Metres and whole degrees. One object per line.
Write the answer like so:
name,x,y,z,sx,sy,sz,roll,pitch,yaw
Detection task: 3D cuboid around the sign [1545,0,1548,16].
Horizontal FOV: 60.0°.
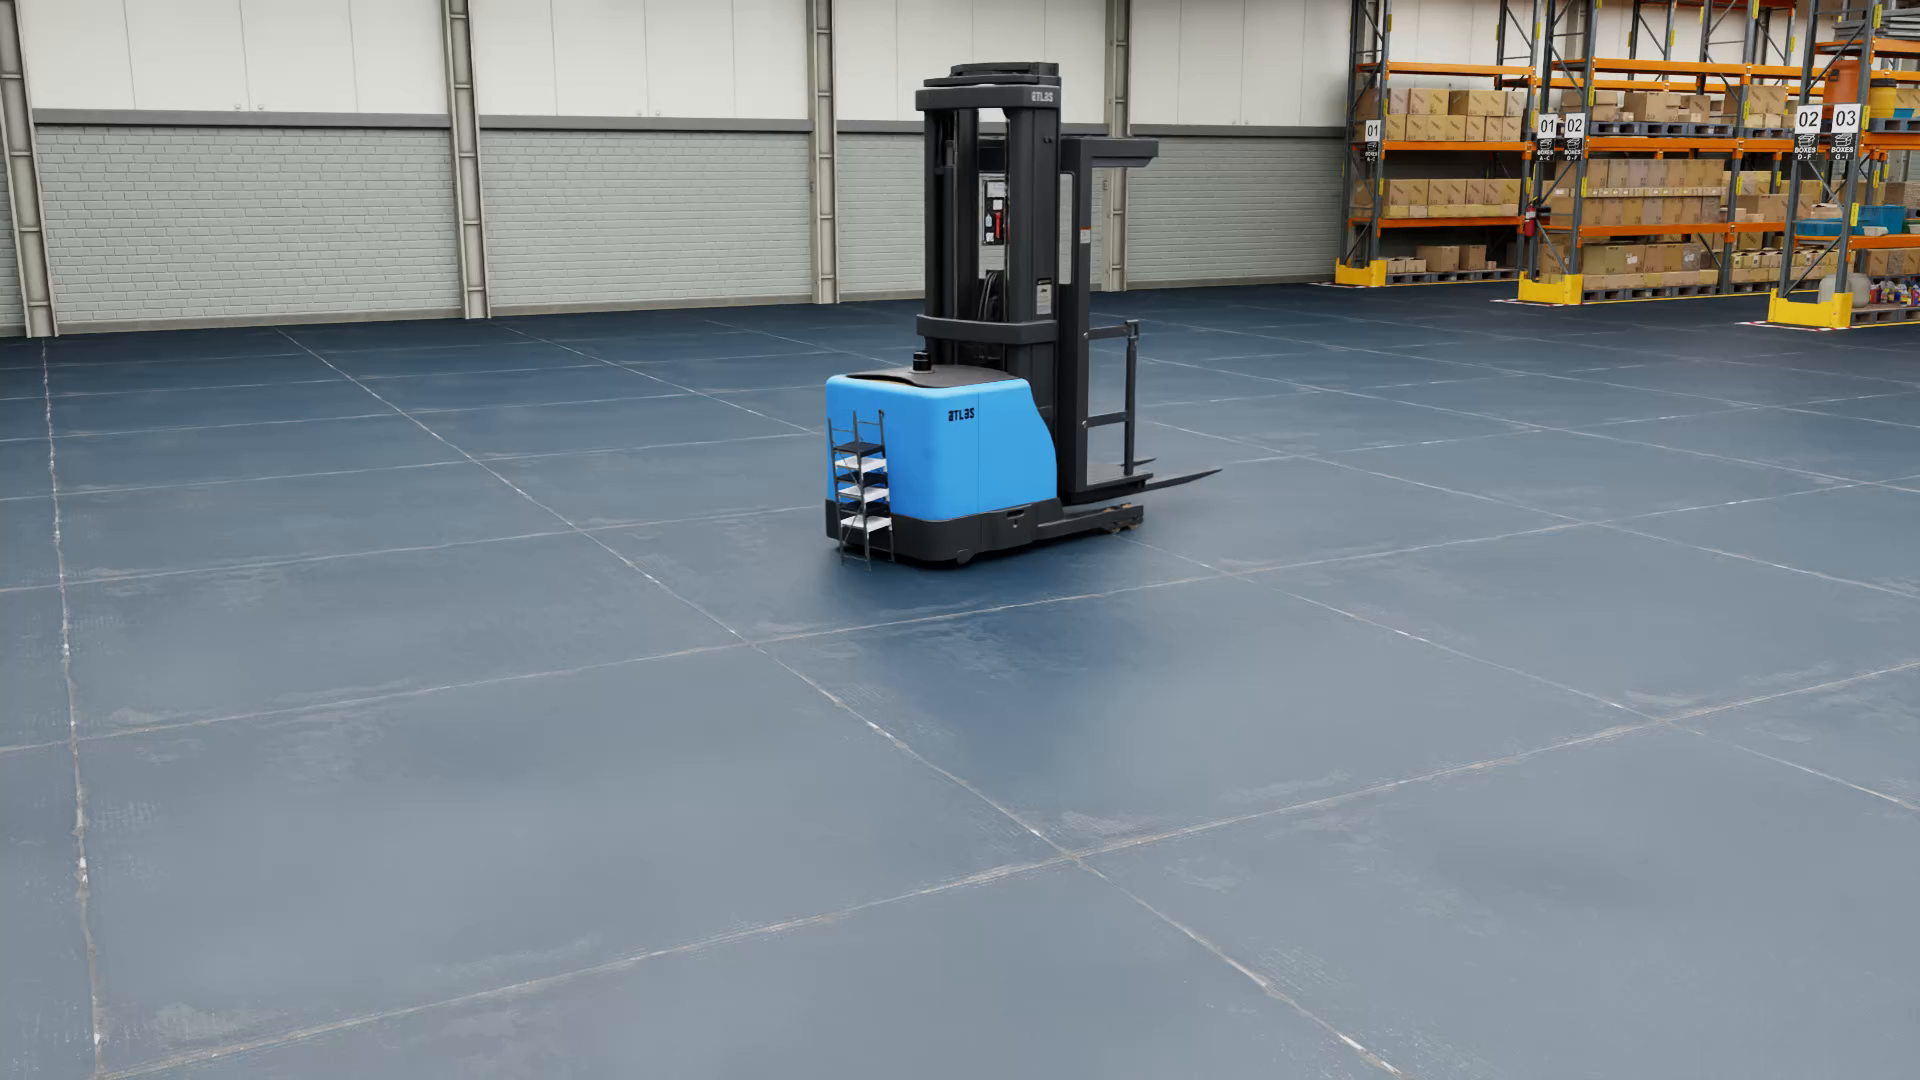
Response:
sign,10.124,-9.184,28.616,0.005,0.325,0.100,-7,14,-28

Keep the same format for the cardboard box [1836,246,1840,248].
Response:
cardboard box,21.033,-7.135,40.216,0.500,0.500,0.700,-7,14,-28

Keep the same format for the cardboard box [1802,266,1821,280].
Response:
cardboard box,16.155,-5.153,31.979,0.500,0.250,0.500,-6,14,-27

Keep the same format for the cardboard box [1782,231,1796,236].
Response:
cardboard box,19.621,-7.236,39.187,0.250,0.149,0.380,-6,14,-26

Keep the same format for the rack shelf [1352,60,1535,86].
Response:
rack shelf,9.750,-9.396,33.511,4.000,0.370,1.077,-7,14,-28

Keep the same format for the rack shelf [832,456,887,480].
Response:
rack shelf,-0.590,-0.430,9.765,0.258,0.077,0.200,11,23,41

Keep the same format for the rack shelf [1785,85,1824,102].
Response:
rack shelf,20.283,-10.465,39.164,4.000,0.370,1.077,-7,14,-28

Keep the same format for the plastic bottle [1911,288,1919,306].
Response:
plastic bottle,14.690,-3.743,25.592,0.133,0.283,0.061,-7,14,-27

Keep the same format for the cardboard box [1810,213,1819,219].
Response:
cardboard box,16.301,-6.231,32.038,0.250,0.149,0.380,-6,14,-24

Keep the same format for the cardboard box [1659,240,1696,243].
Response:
cardboard box,13.325,-5.319,31.010,0.500,0.500,0.500,-7,14,-28

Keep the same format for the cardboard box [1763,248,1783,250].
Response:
cardboard box,15.887,-5.527,32.366,0.500,0.311,0.500,-7,15,-29

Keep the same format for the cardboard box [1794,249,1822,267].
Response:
cardboard box,16.154,-5.425,31.911,0.500,0.311,0.500,-7,14,-28

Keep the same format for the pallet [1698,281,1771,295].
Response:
pallet,14.510,-4.803,31.469,1.213,0.211,1.003,-7,14,-28

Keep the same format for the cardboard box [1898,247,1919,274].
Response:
cardboard box,19.285,-5.651,33.577,0.500,0.500,0.500,-7,15,-30

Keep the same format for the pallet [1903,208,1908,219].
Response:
pallet,17.955,-6.490,33.053,1.003,0.211,1.213,-7,14,-28

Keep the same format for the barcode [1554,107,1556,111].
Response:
barcode,10.405,-7.529,29.076,0.075,0.075,0.001,-7,14,-28

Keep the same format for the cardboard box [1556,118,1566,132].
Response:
cardboard box,12.564,-8.764,35.134,0.500,0.311,0.500,-6,14,-26

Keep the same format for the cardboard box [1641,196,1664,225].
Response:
cardboard box,12.145,-5.916,29.837,0.500,0.500,0.700,-6,14,-26

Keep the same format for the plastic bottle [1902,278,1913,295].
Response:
plastic bottle,15.180,-4.021,26.674,0.185,0.351,0.144,-8,15,-30

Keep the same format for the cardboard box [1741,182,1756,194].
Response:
cardboard box,17.800,-7.925,38.040,0.500,0.500,0.500,-7,14,-27

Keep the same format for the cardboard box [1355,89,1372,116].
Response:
cardboard box,8.248,-8.717,33.128,0.500,0.500,0.500,-6,14,-25

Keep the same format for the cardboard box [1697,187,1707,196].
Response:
cardboard box,13.300,-6.320,30.154,0.250,0.149,0.380,-7,15,-30

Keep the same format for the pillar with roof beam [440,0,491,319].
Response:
pillar with roof beam,-5.542,-7.055,21.464,0.400,9.000,9.100,-7,14,-28

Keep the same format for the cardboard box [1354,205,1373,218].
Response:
cardboard box,8.312,-6.635,33.554,0.500,0.250,0.500,-7,14,-27

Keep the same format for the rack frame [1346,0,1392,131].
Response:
rack frame,7.995,-9.538,32.497,0.127,3.000,1.000,-7,14,-28

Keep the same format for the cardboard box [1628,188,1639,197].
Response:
cardboard box,11.725,-6.131,29.316,0.250,0.149,0.380,-7,15,-30

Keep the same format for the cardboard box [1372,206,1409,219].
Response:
cardboard box,8.575,-6.538,33.126,0.500,0.250,0.500,-7,15,-29

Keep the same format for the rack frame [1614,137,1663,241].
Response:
rack frame,15.017,-7.453,36.895,0.127,3.000,1.000,-7,14,-28

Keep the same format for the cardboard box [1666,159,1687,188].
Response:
cardboard box,12.613,-6.606,29.948,0.500,0.500,0.700,-7,14,-28

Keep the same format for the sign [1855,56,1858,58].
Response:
sign,21.778,-11.862,40.334,0.005,0.325,0.100,-7,14,-28

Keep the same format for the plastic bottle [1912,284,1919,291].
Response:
plastic bottle,15.276,-3.963,26.600,0.097,0.271,0.097,0,13,0

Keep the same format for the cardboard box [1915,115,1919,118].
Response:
cardboard box,18.664,-8.172,33.029,0.500,0.500,0.910,-7,14,-28

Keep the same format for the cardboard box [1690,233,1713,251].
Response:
cardboard box,16.497,-6.752,37.720,0.750,0.750,0.750,-7,14,-28

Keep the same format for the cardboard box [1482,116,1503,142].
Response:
cardboard box,10.731,-8.403,34.009,0.500,0.500,0.500,-8,15,-33

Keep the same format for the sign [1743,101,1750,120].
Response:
sign,14.150,-7.726,29.916,0.005,0.325,0.100,-7,14,-28

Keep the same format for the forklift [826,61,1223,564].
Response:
forklift,0.567,-1.541,10.780,3.031,2.935,1.130,-12,18,-43

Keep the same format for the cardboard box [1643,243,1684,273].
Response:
cardboard box,12.699,-5.113,30.094,0.500,0.500,0.500,-7,14,-28

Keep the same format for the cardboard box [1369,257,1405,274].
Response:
cardboard box,8.645,-5.570,33.648,0.500,0.311,0.500,-9,15,-34

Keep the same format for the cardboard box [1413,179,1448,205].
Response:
cardboard box,9.453,-7.009,33.512,0.500,0.500,0.500,-7,15,-30

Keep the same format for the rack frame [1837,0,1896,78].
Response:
rack frame,17.393,-9.426,31.996,0.127,3.000,1.000,-7,14,-28

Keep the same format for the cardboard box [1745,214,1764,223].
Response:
cardboard box,14.758,-6.009,31.052,0.250,0.149,0.380,-7,14,-28

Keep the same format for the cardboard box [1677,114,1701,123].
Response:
cardboard box,12.955,-7.512,29.624,0.250,0.149,0.380,-7,14,-28

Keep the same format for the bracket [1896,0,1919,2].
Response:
bracket,21.523,-13.043,39.873,4.783,0.066,0.076,-7,14,-28

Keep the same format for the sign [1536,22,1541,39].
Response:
sign,11.749,-10.347,33.782,0.005,0.325,0.100,-7,14,-28

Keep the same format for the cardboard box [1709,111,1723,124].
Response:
cardboard box,16.775,-9.418,37.564,0.500,0.500,0.700,-7,14,-28

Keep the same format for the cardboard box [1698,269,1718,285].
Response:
cardboard box,13.580,-4.851,30.637,0.500,0.250,0.500,-7,14,-28

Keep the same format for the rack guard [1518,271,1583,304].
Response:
rack guard,10.350,-4.435,29.178,0.348,0.500,1.175,-7,14,-28

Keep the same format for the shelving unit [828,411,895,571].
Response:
shelving unit,-0.580,-0.290,9.808,0.258,0.900,0.210,11,23,41

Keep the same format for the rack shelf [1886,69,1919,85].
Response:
rack shelf,19.149,-9.090,33.054,4.000,0.370,1.077,-7,14,-28

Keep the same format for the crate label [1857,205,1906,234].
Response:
crate label,14.228,-4.965,25.760,0.616,0.435,0.502,-7,14,-28

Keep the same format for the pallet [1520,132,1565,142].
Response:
pallet,12.099,-8.449,34.914,1.003,0.211,1.213,-7,14,-28

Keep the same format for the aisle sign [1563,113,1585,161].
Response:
aisle sign,10.461,-6.860,28.337,0.004,0.787,0.394,-7,14,-28

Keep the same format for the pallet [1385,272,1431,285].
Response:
pallet,8.791,-5.338,33.846,1.213,0.211,1.003,-7,14,-28
